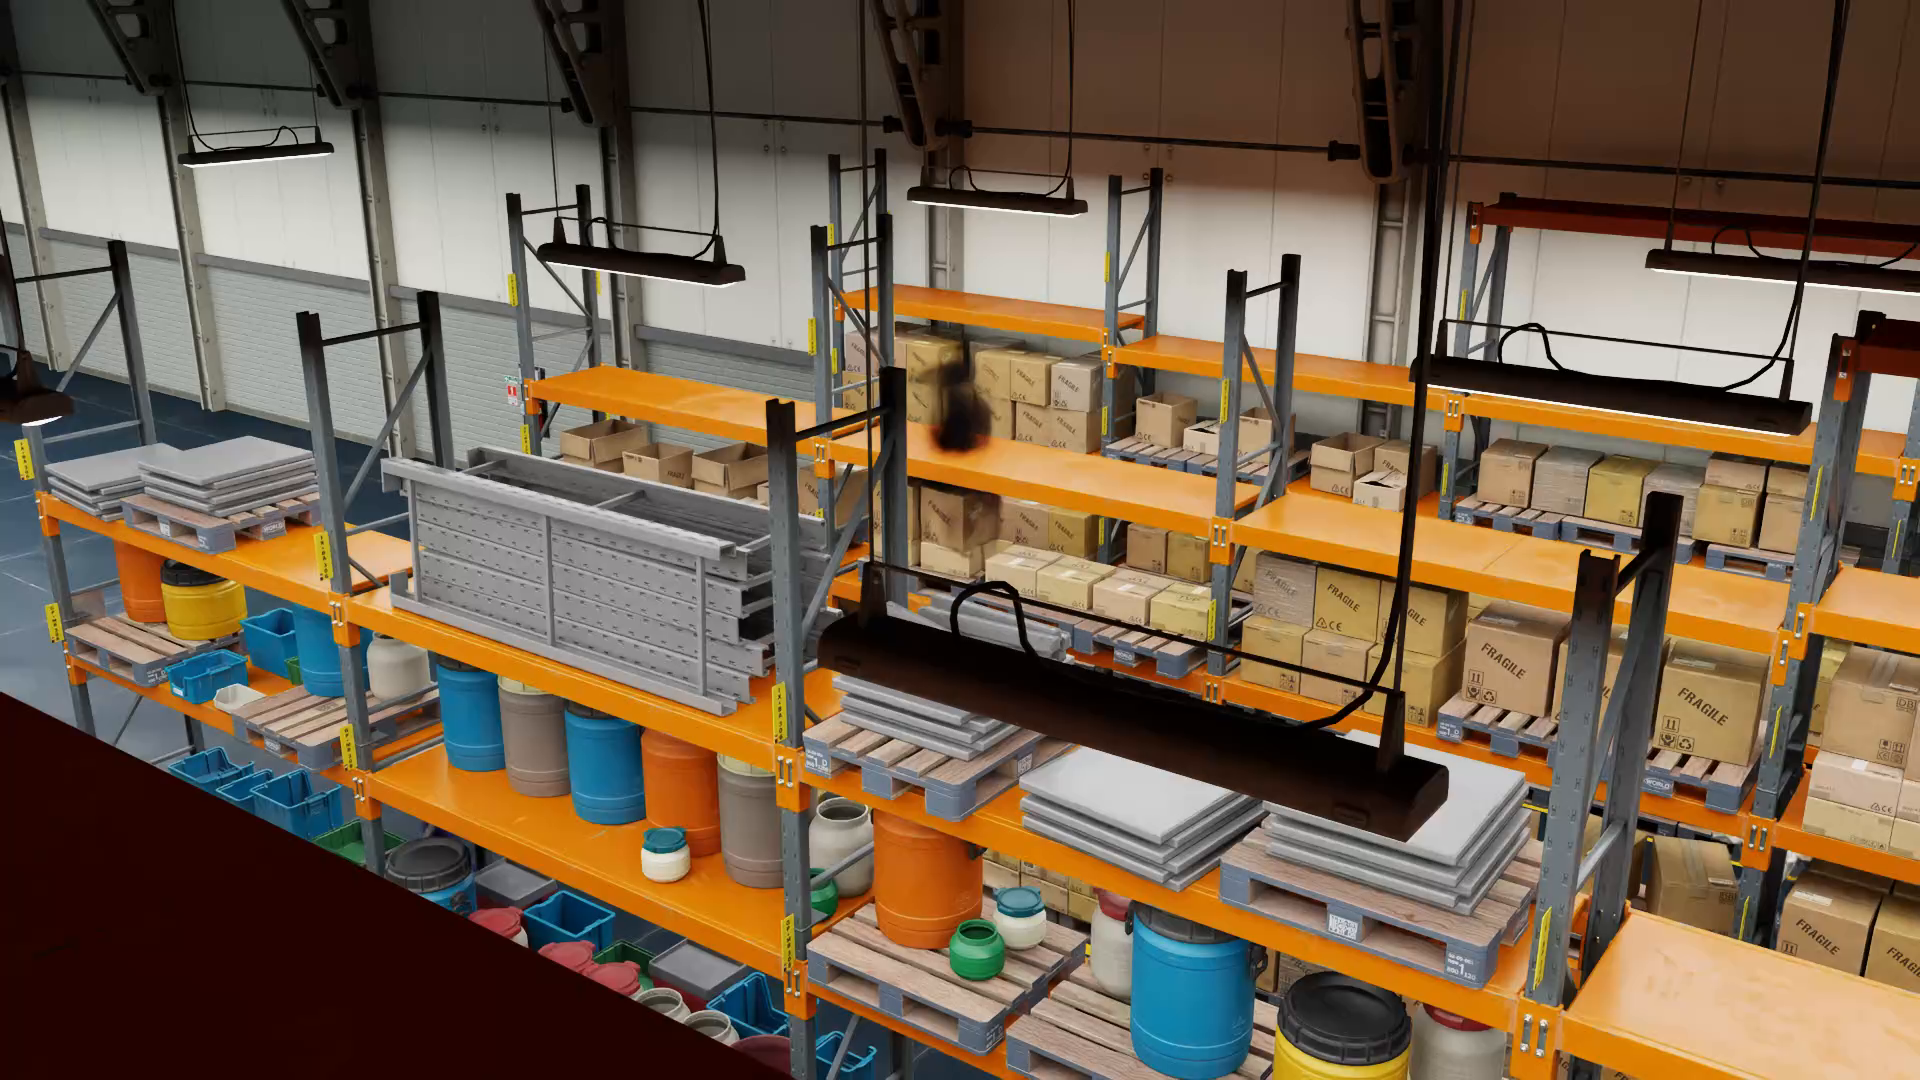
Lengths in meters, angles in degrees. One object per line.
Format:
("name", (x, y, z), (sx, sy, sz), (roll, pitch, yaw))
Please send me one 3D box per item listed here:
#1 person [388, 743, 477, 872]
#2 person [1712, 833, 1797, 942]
("person", (-4.866, 2.457, 15.397), (1.010, 1.481, 0.623), (15, 23, 37))
("person", (6.693, 2.859, 13.910), (0.831, 1.745, 0.572), (12, 22, 31))
